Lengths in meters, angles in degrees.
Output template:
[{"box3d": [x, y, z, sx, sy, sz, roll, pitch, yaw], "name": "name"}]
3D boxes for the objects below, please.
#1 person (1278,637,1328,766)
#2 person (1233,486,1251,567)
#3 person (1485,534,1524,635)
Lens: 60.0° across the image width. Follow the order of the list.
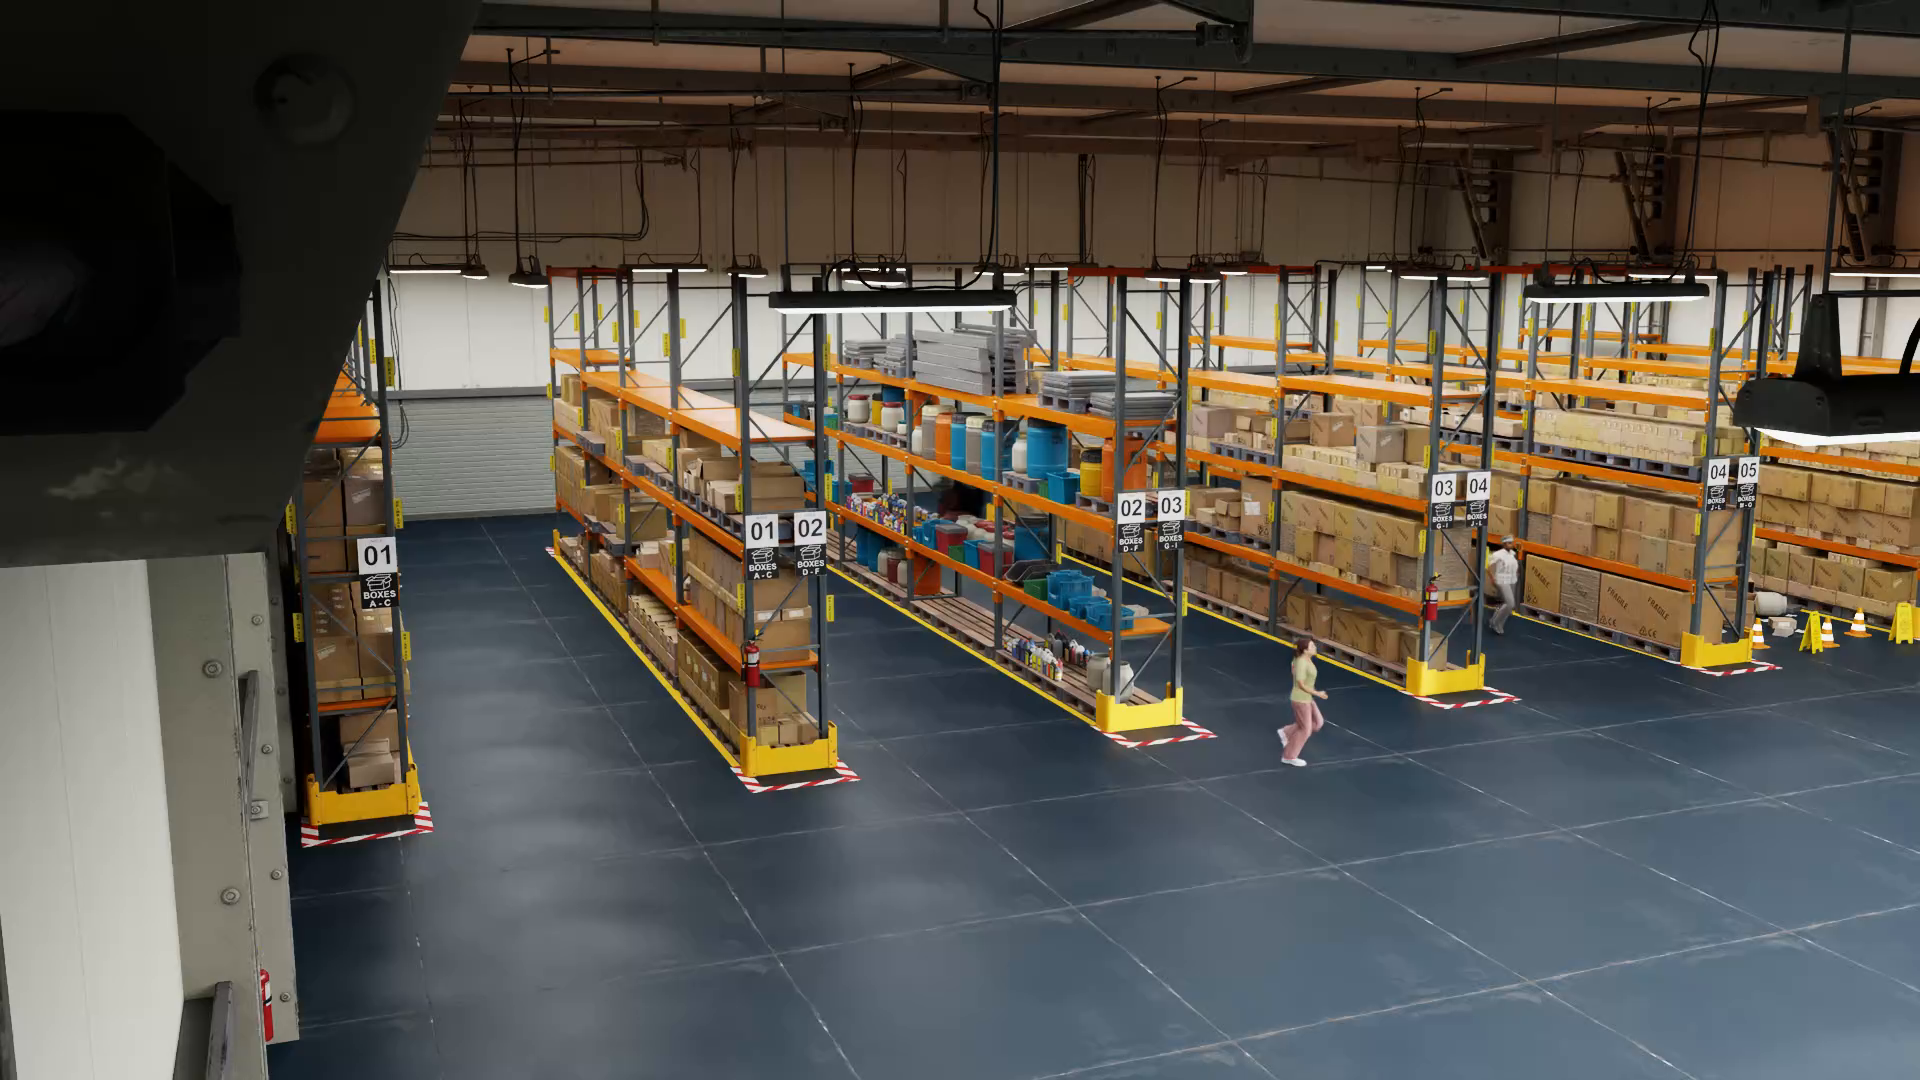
[{"box3d": [4.257, 1.988, 20.605, 0.604, 1.628, 0.611, 3, 10, 15], "name": "person"}, {"box3d": [5.612, -0.232, 32.862, 0.660, 1.718, 0.967, -5, 11, -28], "name": "person"}, {"box3d": [9.050, 0.737, 27.557, 0.541, 1.695, 0.676, -6, 12, -32], "name": "person"}]
